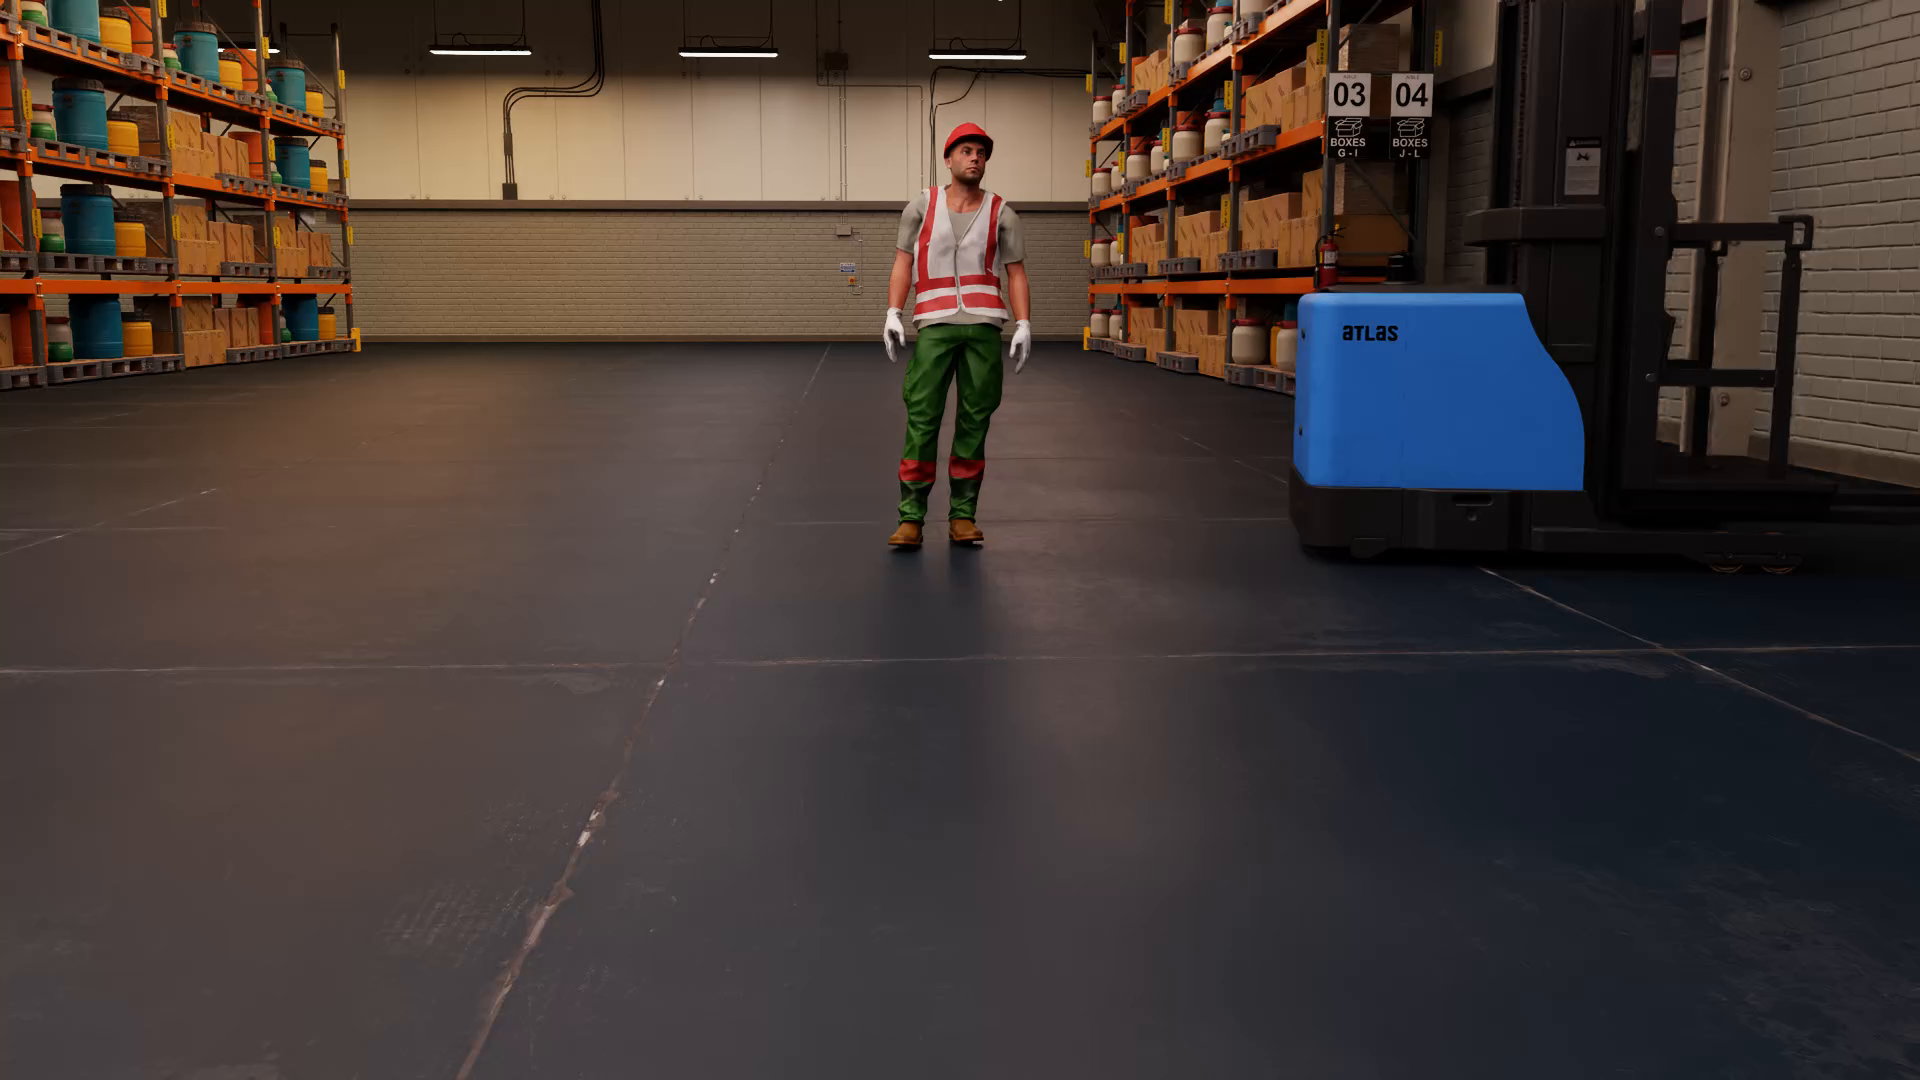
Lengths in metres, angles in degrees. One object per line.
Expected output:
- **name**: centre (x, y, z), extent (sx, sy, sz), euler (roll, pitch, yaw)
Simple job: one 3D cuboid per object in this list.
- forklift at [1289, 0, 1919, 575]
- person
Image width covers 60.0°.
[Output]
- **forklift**: centre (2.945, -1.399, 6.755), extent (3.031, 2.935, 1.130), euler (1, 9, 7)
- **person**: centre (-0.007, -0.880, 7.098), extent (0.638, 1.787, 0.564), euler (-1, 8, -4)
